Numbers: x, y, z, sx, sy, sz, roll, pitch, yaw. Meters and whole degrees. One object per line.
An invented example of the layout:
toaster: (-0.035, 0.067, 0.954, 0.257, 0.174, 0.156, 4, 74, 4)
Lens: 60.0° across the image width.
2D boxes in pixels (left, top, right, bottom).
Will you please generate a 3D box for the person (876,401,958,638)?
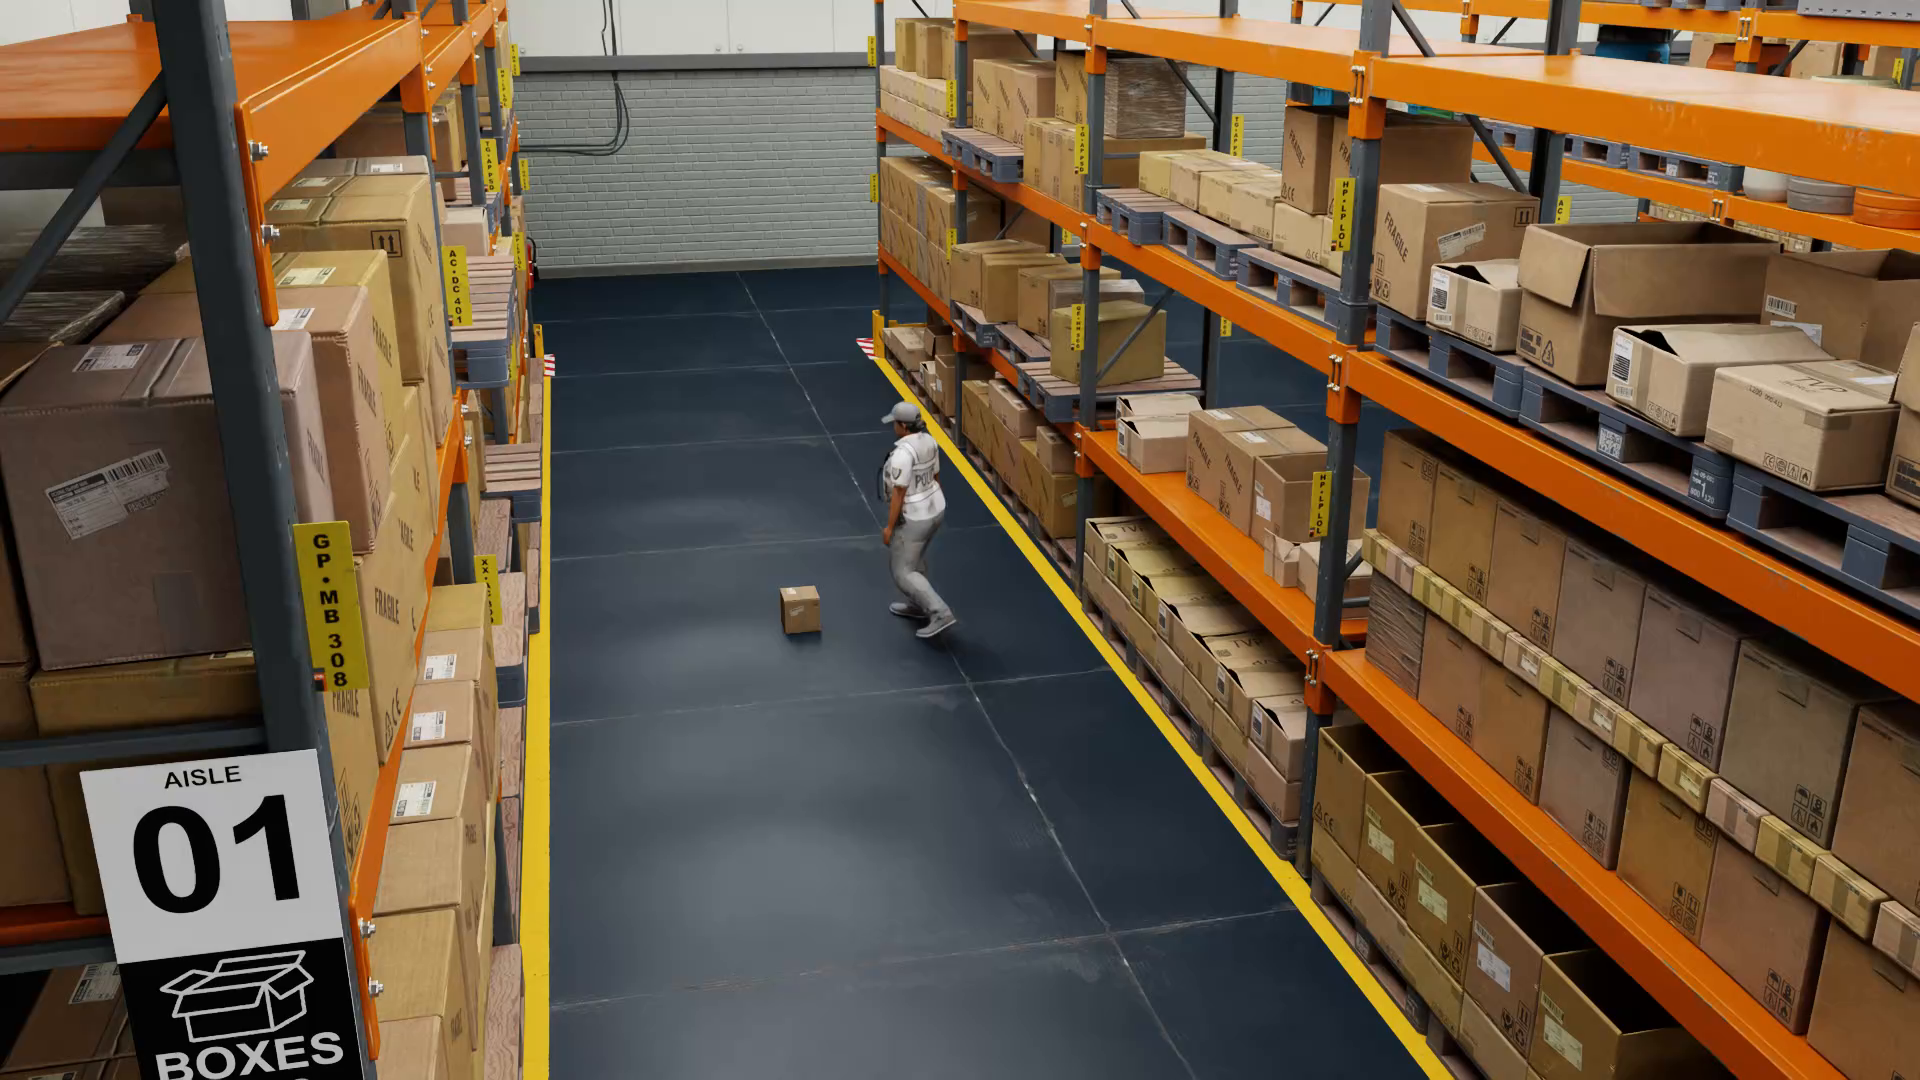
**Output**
person: (-0.281, -0.148, 11.488, 0.691, 1.638, 0.556, 10, 22, 25)
